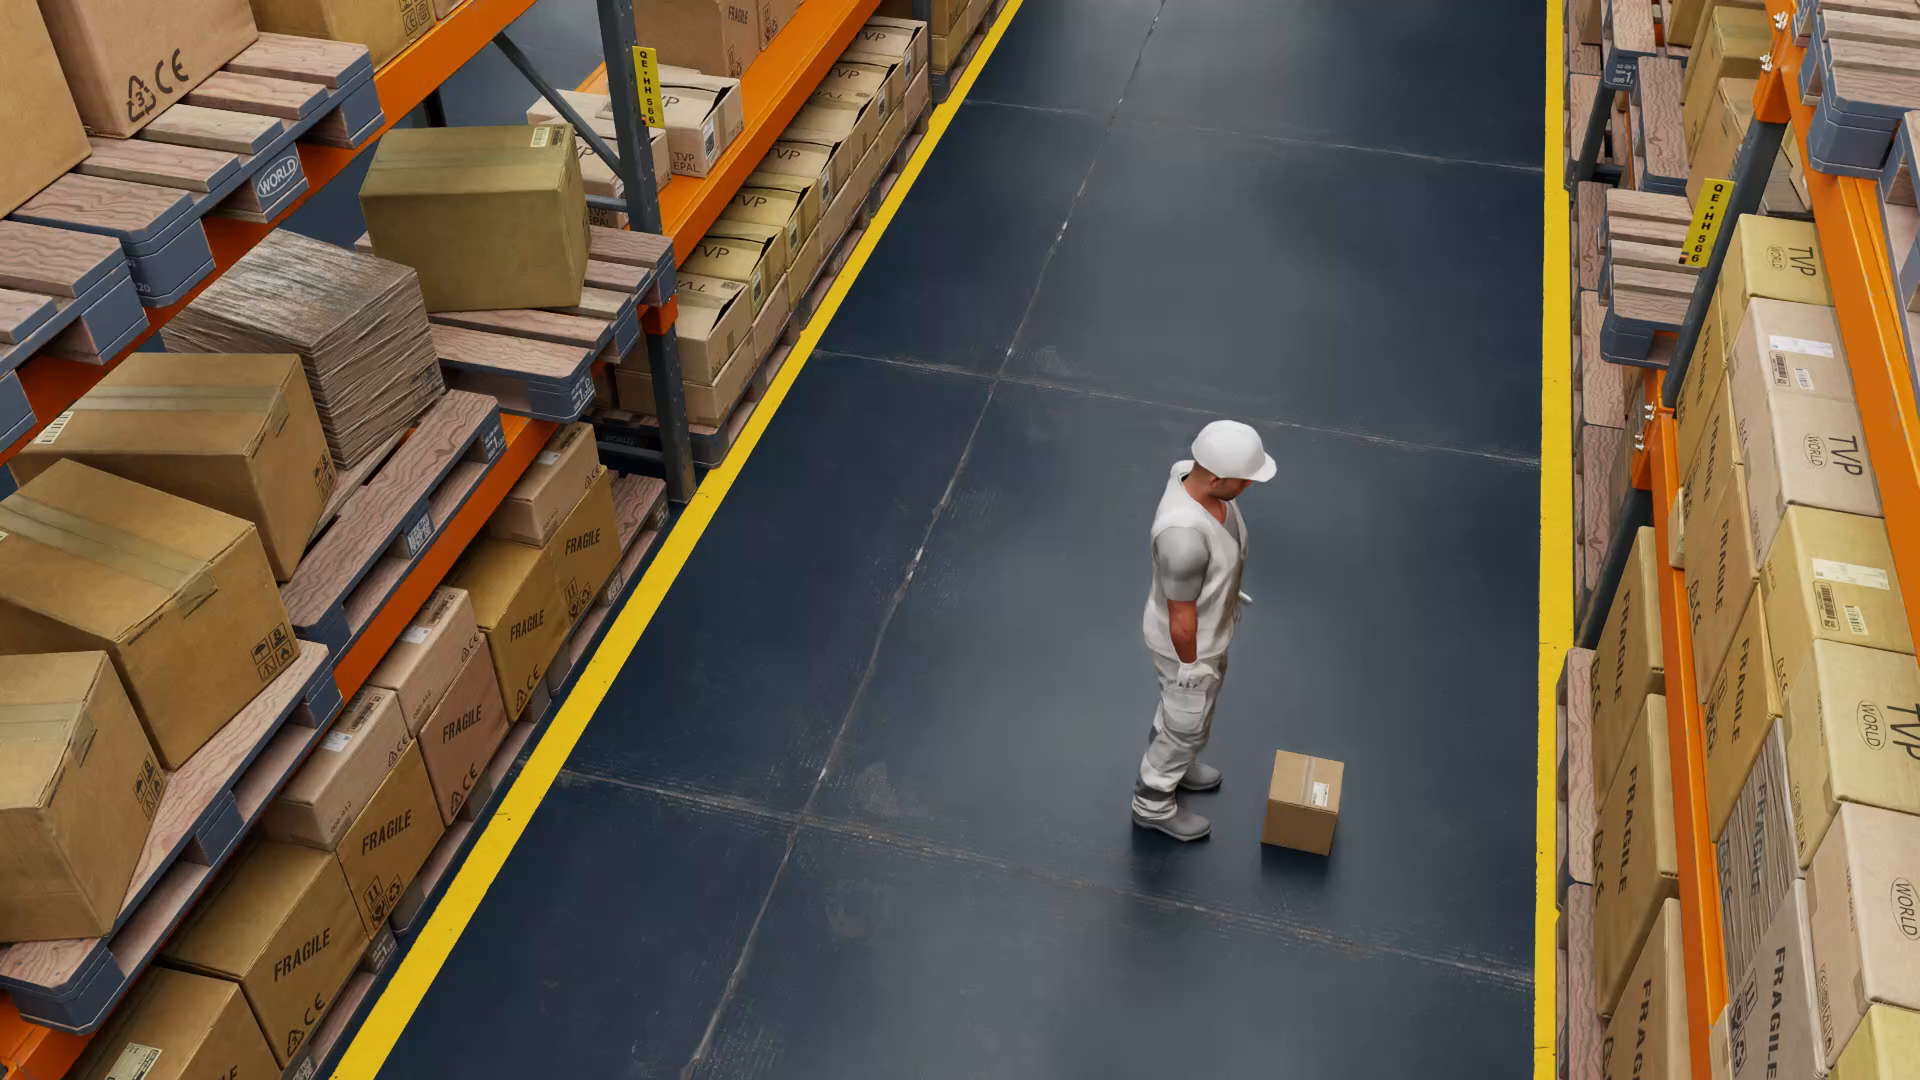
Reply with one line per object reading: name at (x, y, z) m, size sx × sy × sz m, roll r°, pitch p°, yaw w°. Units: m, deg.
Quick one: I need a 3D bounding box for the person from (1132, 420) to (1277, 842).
person at (0.825, 0.306, 5.793) m, size 0.371 × 1.773 × 0.530 m, roll 11°, pitch 42°, yaw 12°
